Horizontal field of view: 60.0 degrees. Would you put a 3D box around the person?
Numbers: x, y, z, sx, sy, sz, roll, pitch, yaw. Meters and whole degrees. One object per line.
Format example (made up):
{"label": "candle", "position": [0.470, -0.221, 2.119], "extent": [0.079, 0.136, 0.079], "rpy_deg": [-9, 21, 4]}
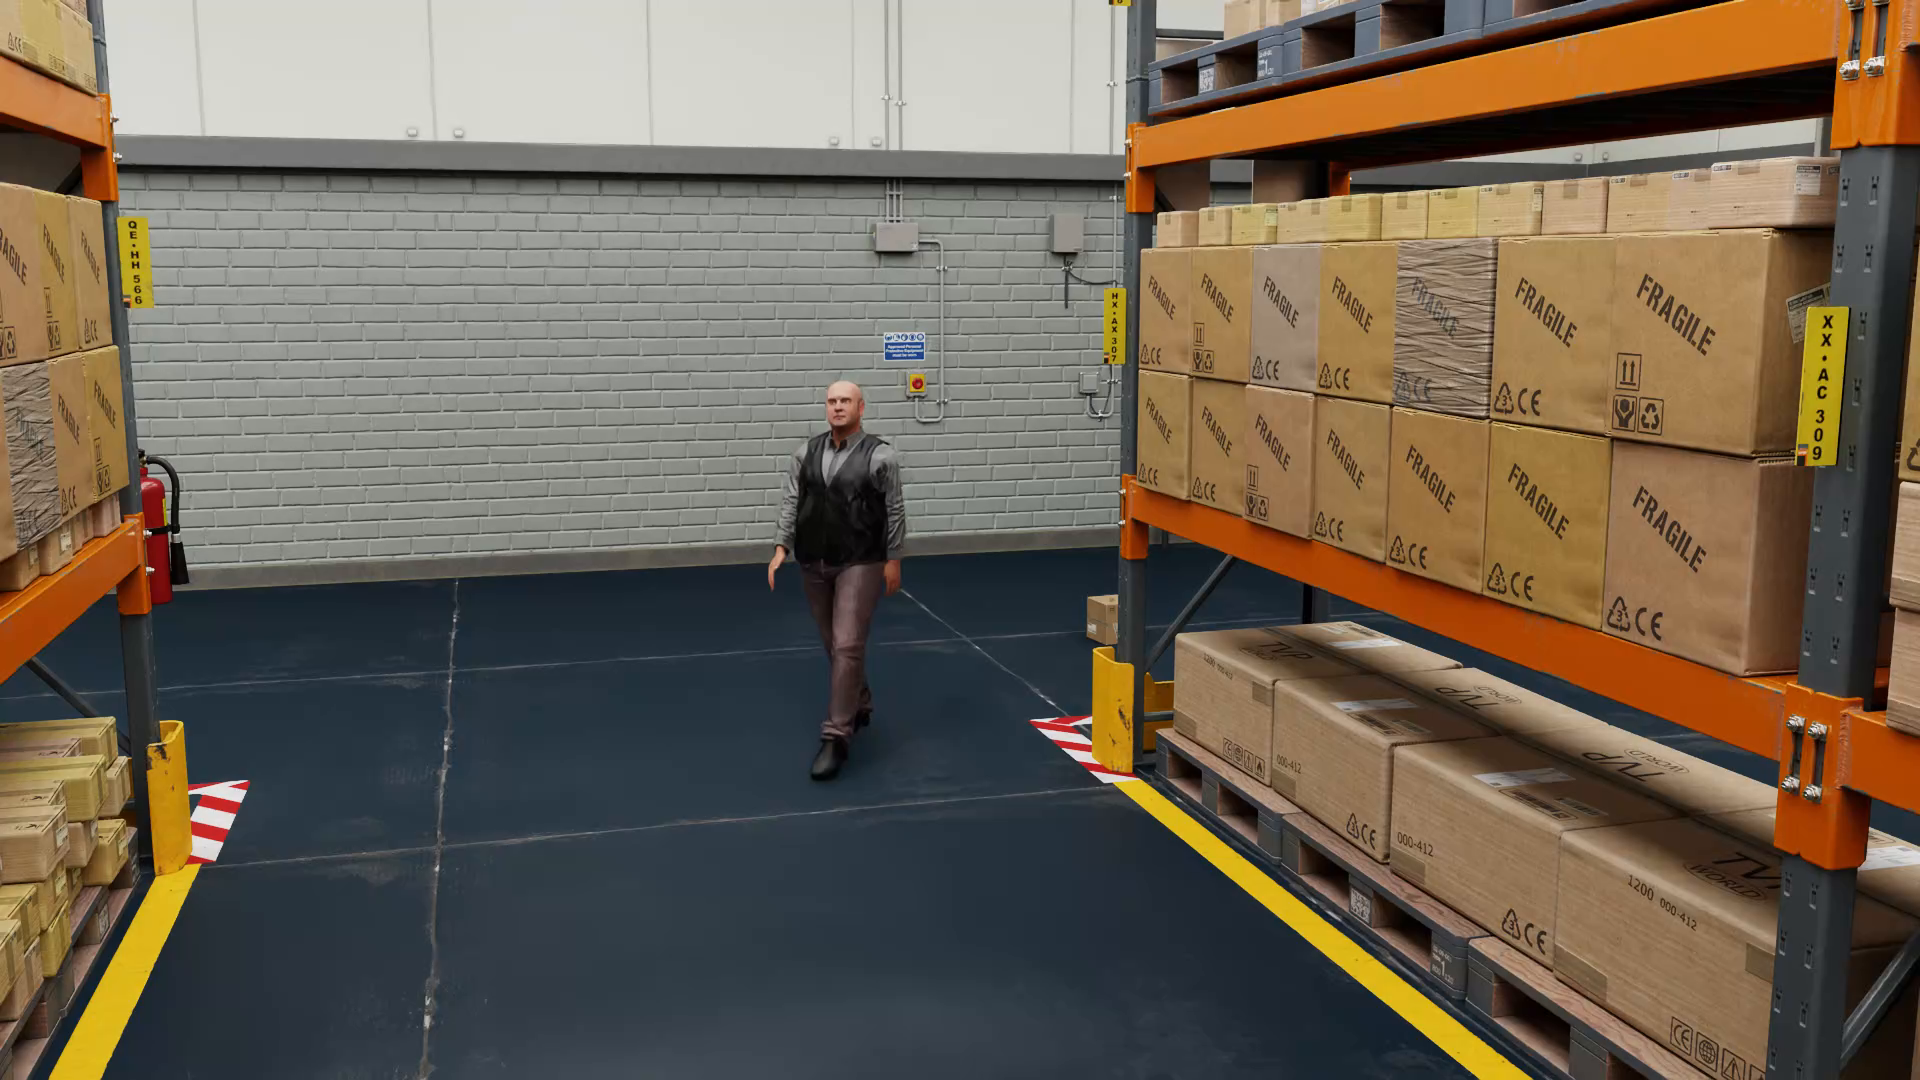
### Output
{"label": "person", "position": [-0.597, 0.135, 7.573], "extent": [0.539, 1.699, 0.894], "rpy_deg": [4, 10, 24]}
